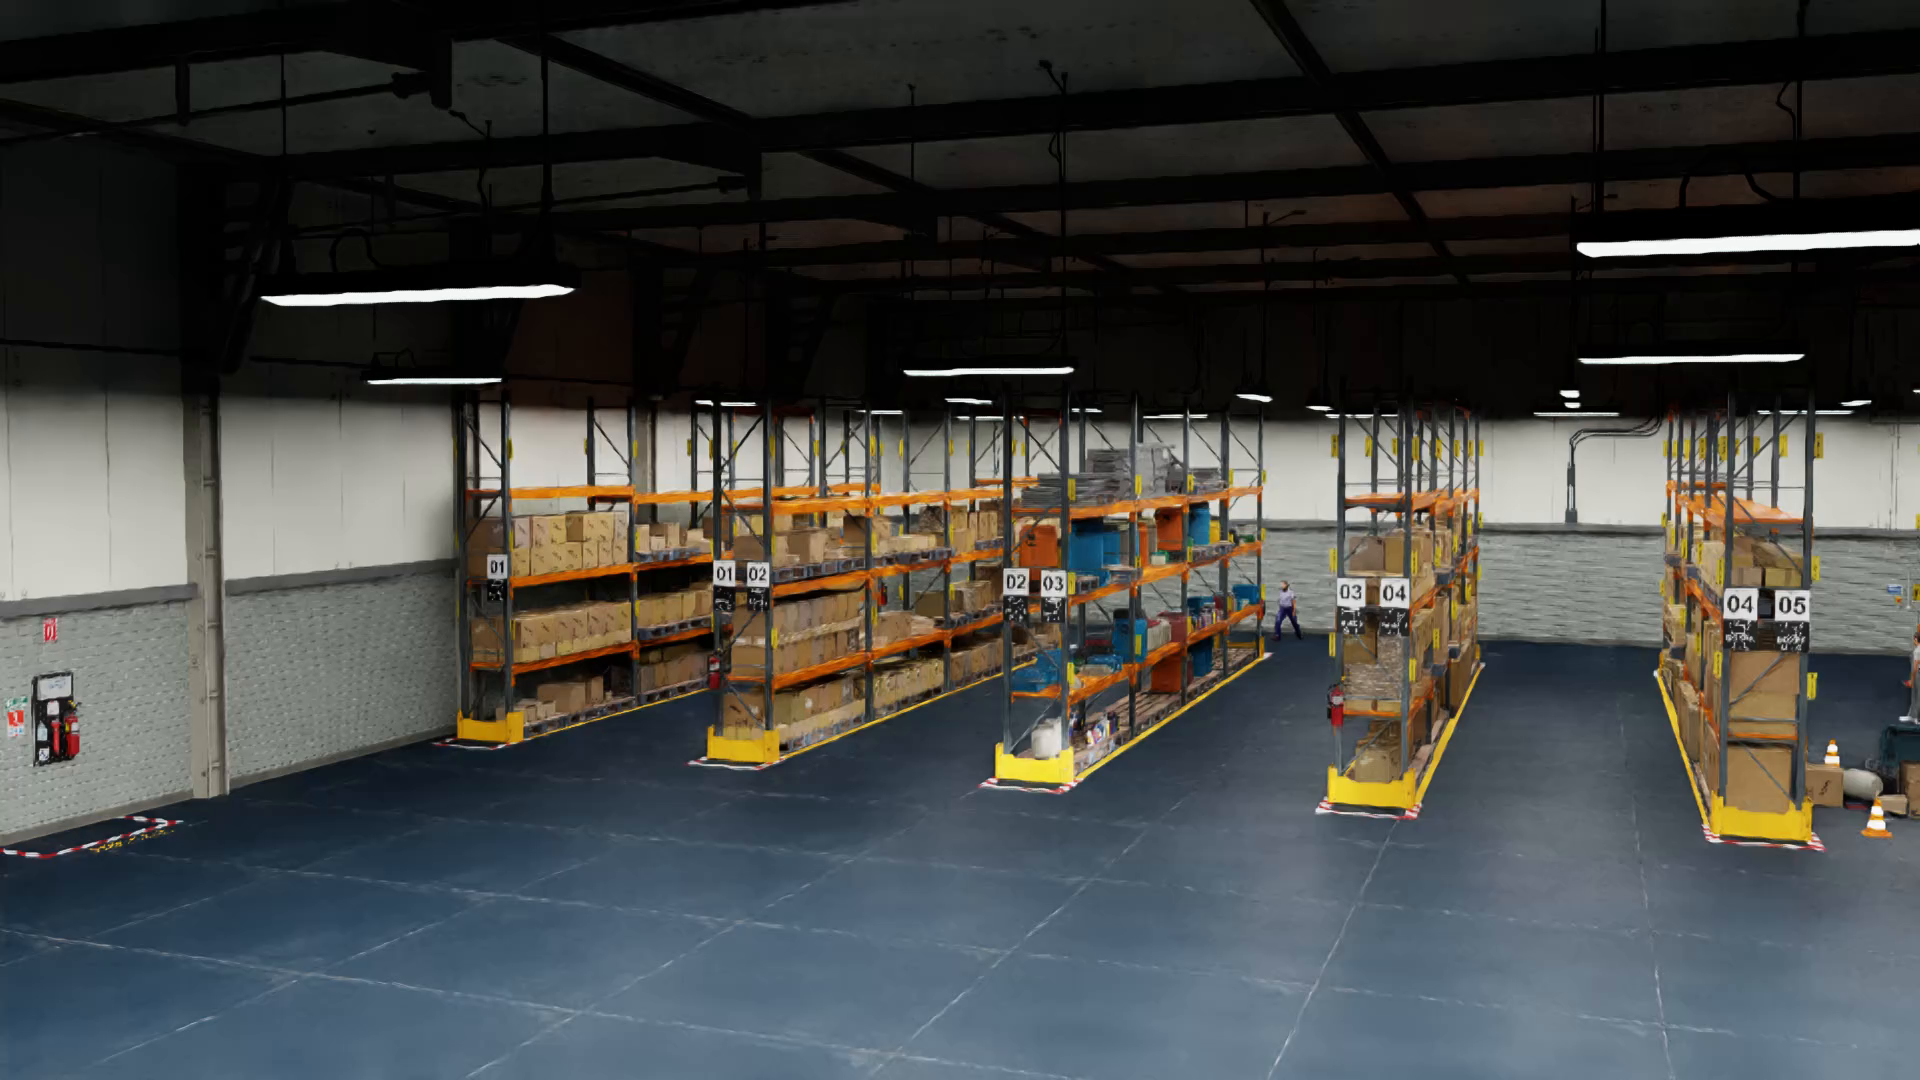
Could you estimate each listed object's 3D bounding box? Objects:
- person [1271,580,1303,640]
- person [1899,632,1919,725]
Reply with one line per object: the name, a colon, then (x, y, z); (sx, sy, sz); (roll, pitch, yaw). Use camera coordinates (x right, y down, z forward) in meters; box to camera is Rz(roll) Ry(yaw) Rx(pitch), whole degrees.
person: (8.563, 1.854, 43.384); (0.531, 1.518, 0.945); (3, 4, 42)
person: (17.360, 2.490, 30.157); (0.586, 1.665, 0.581); (3, 4, 39)
